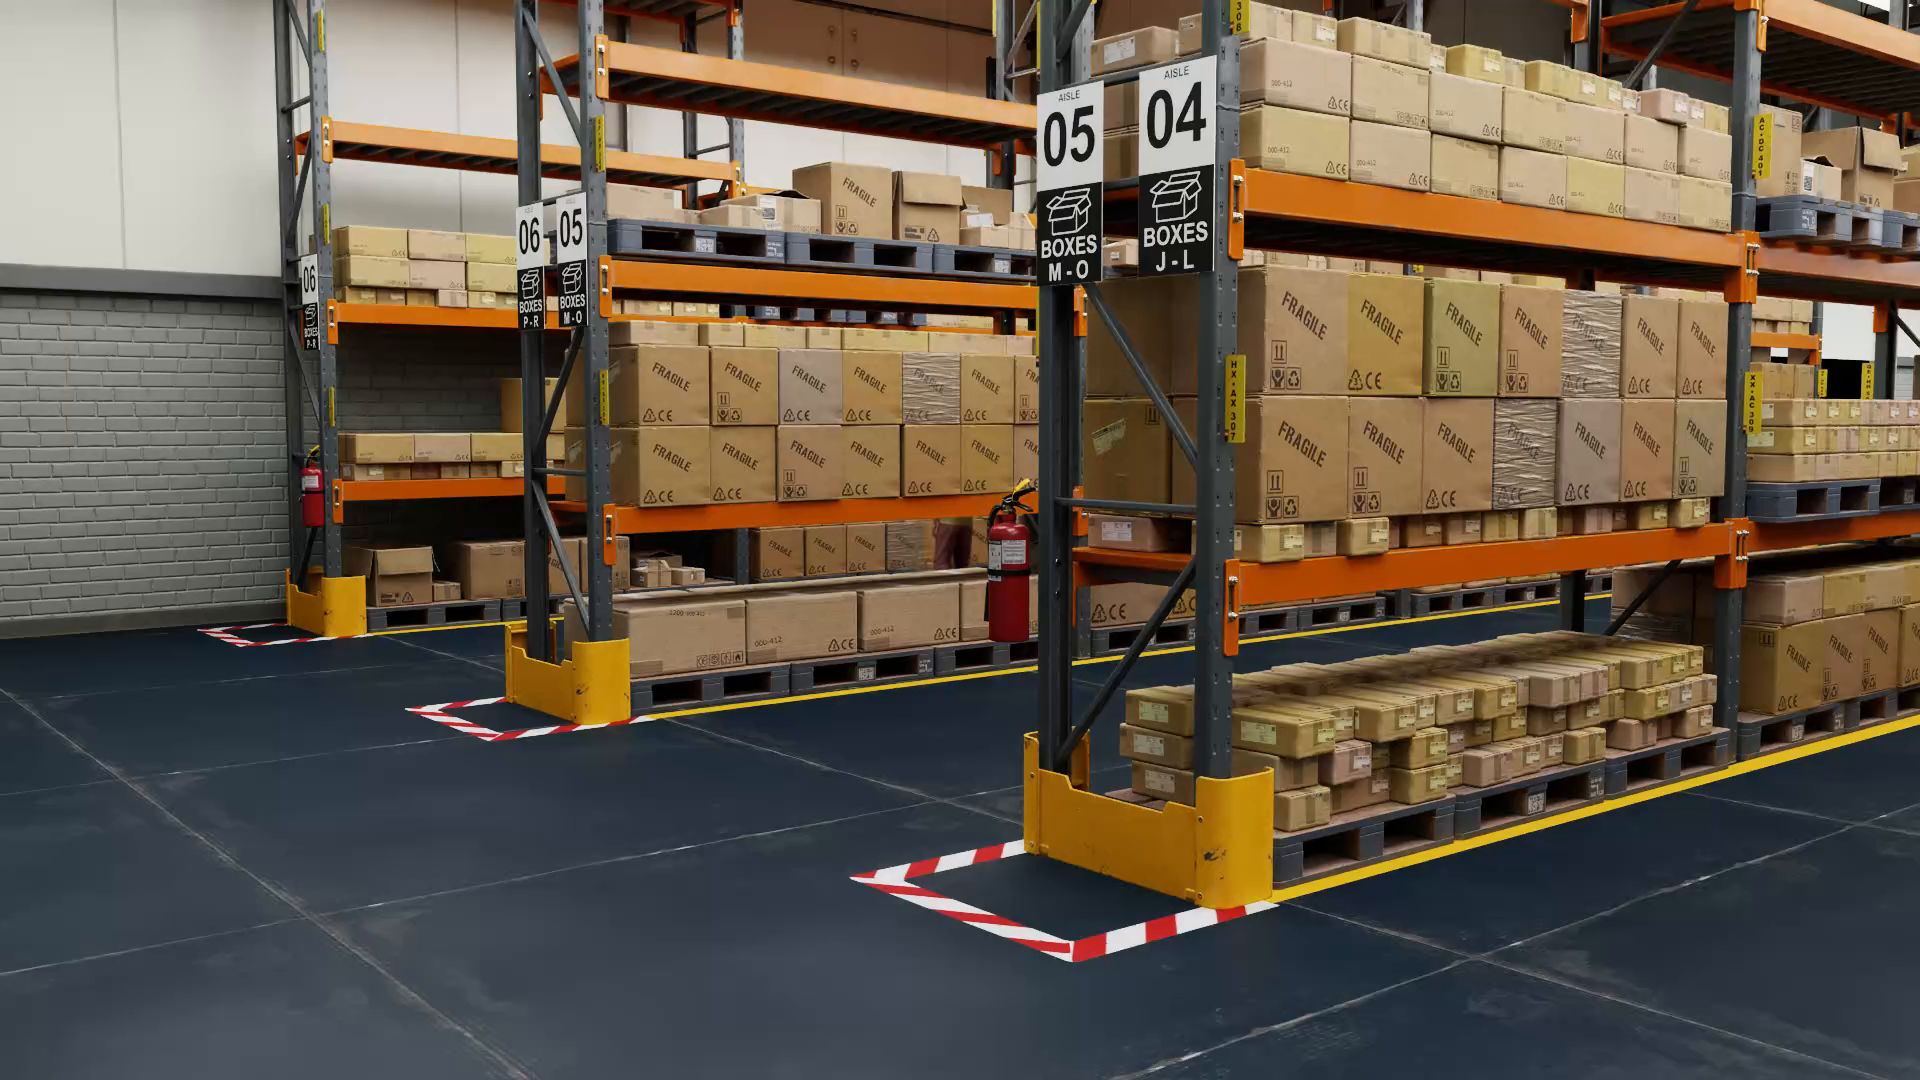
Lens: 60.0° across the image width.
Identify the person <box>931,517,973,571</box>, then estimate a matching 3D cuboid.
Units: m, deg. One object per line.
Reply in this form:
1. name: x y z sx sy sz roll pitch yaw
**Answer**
1. person: -0.070 -0.133 15.438 0.489 1.674 0.372 -4 6 -41
